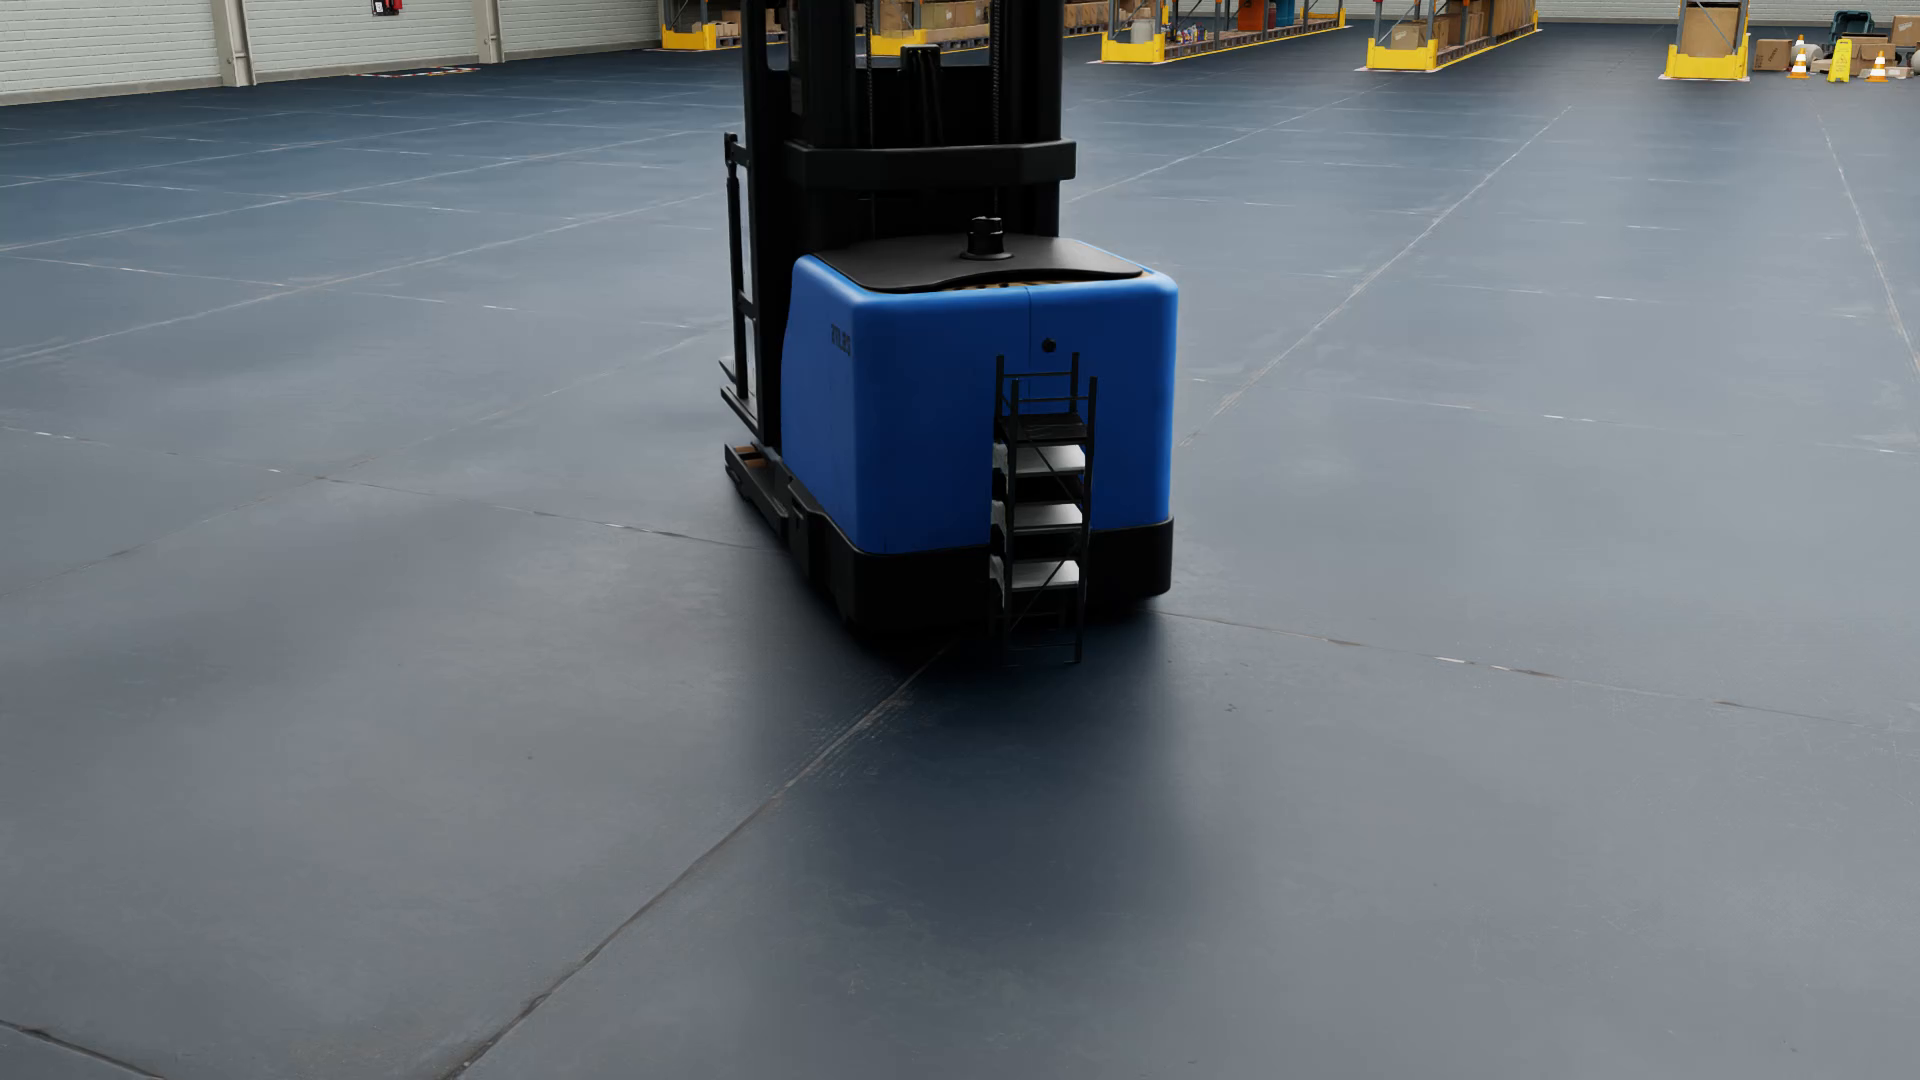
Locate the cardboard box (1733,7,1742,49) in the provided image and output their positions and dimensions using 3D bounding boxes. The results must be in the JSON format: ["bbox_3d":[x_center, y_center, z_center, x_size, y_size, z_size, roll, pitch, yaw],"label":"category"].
[{"bbox_3d":[14.085,-9.616,31.261,1.050,0.750,0.750,8,21,22],"label":"cardboard box"}]

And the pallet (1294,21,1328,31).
[{"bbox_3d":[8.951,-13.403,43.340,1.003,0.211,1.213,9,21,23],"label":"pallet"}]

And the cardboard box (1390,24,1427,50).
[{"bbox_3d":[8.063,-8.973,29.827,0.500,0.500,0.500,13,23,33],"label":"cardboard box"}]

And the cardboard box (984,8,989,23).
[{"bbox_3d":[0.790,-11.606,36.767,0.500,0.311,0.500,9,21,23],"label":"cardboard box"}]

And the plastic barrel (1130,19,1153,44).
[{"bbox_3d":[3.473,-9.681,31.801,0.421,0.512,0.421,0,20,0],"label":"plastic barrel"}]

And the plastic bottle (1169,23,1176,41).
[{"bbox_3d":[4.333,-10.416,34.078,0.144,0.351,0.185,9,21,23],"label":"plastic bottle"}]

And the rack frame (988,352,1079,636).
[{"bbox_3d":[0.213,-0.122,4.913,0.240,0.900,0.006,-4,26,-10],"label":"rack frame"}]

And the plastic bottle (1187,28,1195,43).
[{"bbox_3d":[4.629,-10.148,33.434,0.152,0.276,0.135,9,21,24],"label":"plastic bottle"}]

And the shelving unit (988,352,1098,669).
[{"bbox_3d":[0.232,-0.079,4.823,0.258,0.900,0.210,-4,26,-10],"label":"shelving unit"}]

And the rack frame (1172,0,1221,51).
[{"bbox_3d":[4.911,-11.667,34.297,1.000,3.000,0.127,9,21,23],"label":"rack frame"}]

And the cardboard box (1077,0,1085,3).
[{"bbox_3d":[2.840,-13.756,42.126,0.500,0.250,0.500,9,21,23],"label":"cardboard box"}]

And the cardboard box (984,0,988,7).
[{"bbox_3d":[0.386,-15.334,47.712,0.700,0.500,0.500,8,21,23],"label":"cardboard box"}]

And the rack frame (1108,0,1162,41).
[{"bbox_3d":[3.273,-10.444,30.859,1.000,3.000,0.127,9,21,23],"label":"rack frame"}]

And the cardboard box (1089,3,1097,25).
[{"bbox_3d":[3.107,-13.173,41.608,0.500,0.500,0.500,8,21,21],"label":"cardboard box"}]

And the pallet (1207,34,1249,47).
[{"bbox_3d":[5.695,-10.972,36.507,1.003,0.211,1.213,9,21,23],"label":"pallet"}]

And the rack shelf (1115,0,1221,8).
[{"bbox_3d":[4.092,-10.716,32.699,1.077,0.370,4.000,9,21,23],"label":"rack shelf"}]

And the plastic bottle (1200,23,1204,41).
[{"bbox_3d":[4.910,-10.389,34.003,0.144,0.351,0.185,8,21,21],"label":"plastic bottle"}]

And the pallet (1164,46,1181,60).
[{"bbox_3d":[3.599,-9.407,32.106,1.003,0.211,1.213,9,21,23],"label":"pallet"}]

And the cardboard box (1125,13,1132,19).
[{"bbox_3d":[4.384,-14.030,44.514,0.380,0.166,0.250,9,21,23],"label":"cardboard box"}]

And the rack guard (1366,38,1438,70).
[{"bbox_3d":[7.823,-8.610,29.432,1.175,0.500,0.348,9,21,23],"label":"rack guard"}]

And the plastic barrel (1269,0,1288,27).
[{"bbox_3d":[7.659,-12.941,40.385,0.600,0.901,0.708,9,21,23],"label":"plastic barrel"}]

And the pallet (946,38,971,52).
[{"bbox_3d":[-0.469,-10.422,34.959,1.003,0.211,1.213,9,21,23],"label":"pallet"}]

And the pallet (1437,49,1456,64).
[{"bbox_3d":[8.689,-9.089,31.210,1.003,0.211,1.213,9,21,23],"label":"pallet"}]

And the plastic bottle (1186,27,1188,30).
[{"bbox_3d":[4.595,-10.206,33.589,0.061,0.283,0.133,9,21,23],"label":"plastic bottle"}]

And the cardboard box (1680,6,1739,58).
[{"bbox_3d":[12.493,-8.466,27.841,0.875,0.875,0.875,9,21,23],"label":"cardboard box"}]

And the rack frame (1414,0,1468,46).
[{"bbox_3d":[9.430,-10.987,32.386,1.000,3.000,0.127,9,21,23],"label":"rack frame"}]

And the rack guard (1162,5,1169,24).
[{"bbox_3d":[5.276,-14.815,46.880,1.175,0.500,0.348,9,21,23],"label":"rack guard"}]

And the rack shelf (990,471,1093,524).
[{"bbox_3d":[0.233,-0.130,4.798,0.258,0.077,0.200,-4,26,-10],"label":"rack shelf"}]

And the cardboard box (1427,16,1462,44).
[{"bbox_3d":[9.701,-10.201,33.251,0.700,0.500,0.500,7,21,19],"label":"cardboard box"}]

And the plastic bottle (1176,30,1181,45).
[{"bbox_3d":[4.300,-9.877,32.681,0.097,0.271,0.097,0,20,0],"label":"plastic bottle"}]

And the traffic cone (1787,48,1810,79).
[{"bbox_3d":[13.788,-7.825,27.281,0.336,0.463,0.334,9,21,23],"label":"traffic cone"}]

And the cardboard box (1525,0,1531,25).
[{"bbox_3d":[13.782,-13.367,41.624,0.875,0.875,0.875,9,21,23],"label":"cardboard box"}]

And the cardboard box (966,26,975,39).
[{"bbox_3d":[-0.002,-10.772,35.257,0.500,0.250,0.500,9,21,23],"label":"cardboard box"}]

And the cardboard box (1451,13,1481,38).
[{"bbox_3d":[10.596,-10.860,35.104,0.700,0.500,0.500,7,21,18],"label":"cardboard box"}]

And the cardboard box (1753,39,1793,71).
[{"bbox_3d":[14.214,-8.484,29.074,0.500,0.500,0.500,13,23,32],"label":"cardboard box"}]

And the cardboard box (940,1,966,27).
[{"bbox_3d":[-0.205,-10.972,34.701,0.500,0.500,0.500,9,21,23],"label":"cardboard box"}]

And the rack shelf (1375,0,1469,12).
[{"bbox_3d":[8.611,-10.037,30.788,1.077,0.370,4.000,9,21,23],"label":"rack shelf"}]

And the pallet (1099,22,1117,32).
[{"bbox_3d":[3.371,-13.225,42.842,1.003,0.211,1.213,9,21,23],"label":"pallet"}]

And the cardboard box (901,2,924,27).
[{"bbox_3d":[-0.900,-10.893,34.479,0.500,0.500,0.500,9,21,23],"label":"cardboard box"}]

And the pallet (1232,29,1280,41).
[{"bbox_3d":[6.834,-11.822,38.896,1.003,0.211,1.213,9,21,23],"label":"pallet"}]

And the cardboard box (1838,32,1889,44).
[{"bbox_3d":[15.618,-8.464,28.814,0.797,0.637,0.503,9,21,23],"label":"cardboard box"}]

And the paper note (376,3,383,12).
[{"bbox_3d":[-9.907,-9.092,28.372,0.016,0.148,0.142,9,21,23],"label":"paper note"}]

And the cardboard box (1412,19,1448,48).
[{"bbox_3d":[9.002,-9.714,31.911,0.500,0.500,0.500,17,26,40],"label":"cardboard box"}]

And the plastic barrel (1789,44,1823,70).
[{"bbox_3d":[14.848,-8.504,29.250,0.421,0.421,0.512,-9,22,-24],"label":"plastic barrel"}]

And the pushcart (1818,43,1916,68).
[{"bbox_3d":[16.370,-8.689,29.839,1.648,0.377,0.936,1,20,4],"label":"pushcart"}]

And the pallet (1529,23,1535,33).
[{"bbox_3d":[14.087,-13.086,42.451,1.003,0.211,1.213,9,21,23],"label":"pallet"}]

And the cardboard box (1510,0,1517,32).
[{"bbox_3d":[12.097,-12.158,38.222,1.225,0.875,0.875,8,21,21],"label":"cardboard box"}]

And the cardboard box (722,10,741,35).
[{"bbox_3d":[-4.820,-11.424,36.688,0.700,0.500,0.500,7,21,19],"label":"cardboard box"}]

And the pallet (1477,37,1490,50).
[{"bbox_3d":[10.746,-10.657,35.621,1.003,0.211,1.213,9,21,23],"label":"pallet"}]

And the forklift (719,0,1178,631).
[{"bbox_3d":[-0.289,-1.566,5.999,1.130,2.935,3.031,-7,21,-18],"label":"forklift"}]

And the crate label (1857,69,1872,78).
[{"bbox_3d":[14.945,-7.661,27.307,0.250,0.136,0.298,-2,20,-5],"label":"crate label"}]

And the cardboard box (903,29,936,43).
[{"bbox_3d":[-0.822,-10.160,33.539,0.500,0.250,0.500,9,21,23],"label":"cardboard box"}]

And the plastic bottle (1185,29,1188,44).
[{"bbox_3d":[4.481,-10.012,33.061,0.097,0.271,0.097,0,20,0],"label":"plastic bottle"}]

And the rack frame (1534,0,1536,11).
[{"bbox_3d":[14.344,-14.655,42.701,1.000,3.000,0.127,9,21,23],"label":"rack frame"}]
